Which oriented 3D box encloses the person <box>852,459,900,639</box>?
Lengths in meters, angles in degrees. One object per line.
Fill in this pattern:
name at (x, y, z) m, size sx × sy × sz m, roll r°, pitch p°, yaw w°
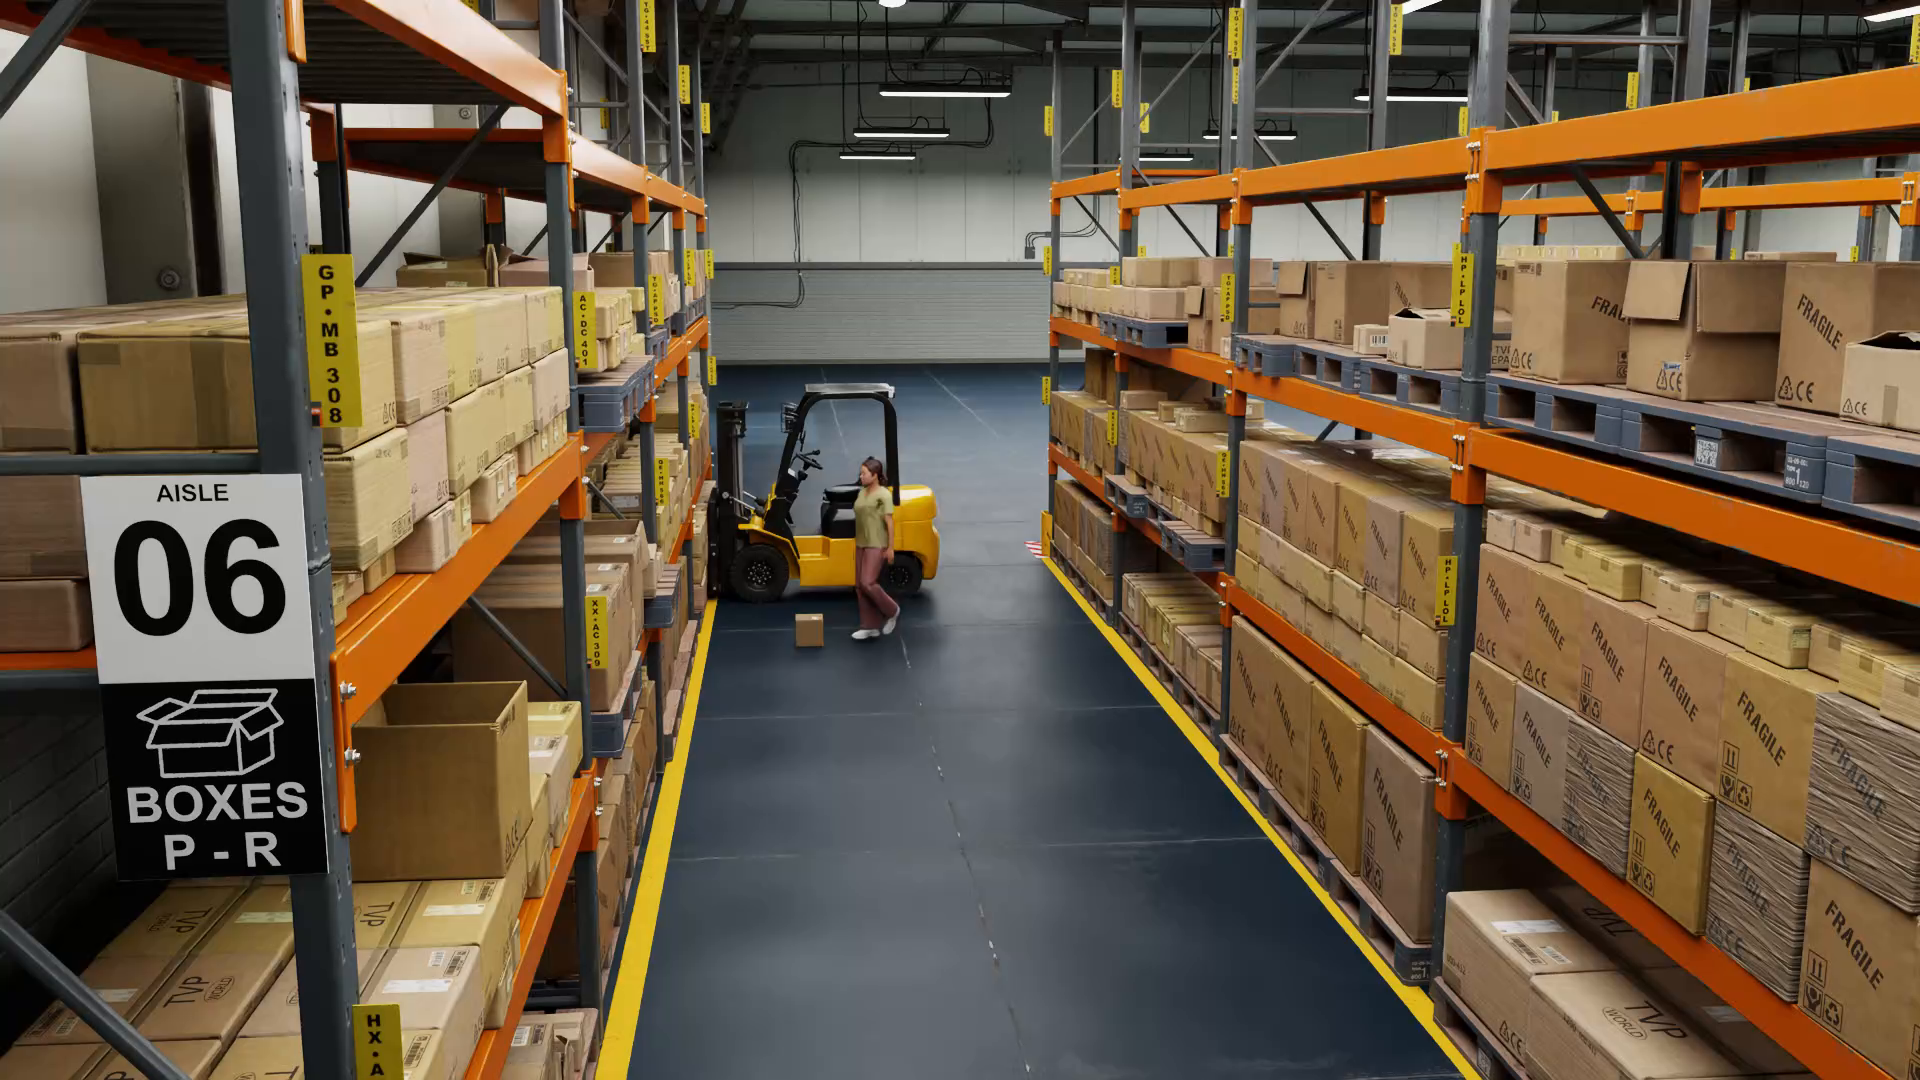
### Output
person at (-0.817, 0.077, 15.378) m, size 0.486 × 1.664 × 0.487 m, roll -9°, pitch 13°, yaw -41°
